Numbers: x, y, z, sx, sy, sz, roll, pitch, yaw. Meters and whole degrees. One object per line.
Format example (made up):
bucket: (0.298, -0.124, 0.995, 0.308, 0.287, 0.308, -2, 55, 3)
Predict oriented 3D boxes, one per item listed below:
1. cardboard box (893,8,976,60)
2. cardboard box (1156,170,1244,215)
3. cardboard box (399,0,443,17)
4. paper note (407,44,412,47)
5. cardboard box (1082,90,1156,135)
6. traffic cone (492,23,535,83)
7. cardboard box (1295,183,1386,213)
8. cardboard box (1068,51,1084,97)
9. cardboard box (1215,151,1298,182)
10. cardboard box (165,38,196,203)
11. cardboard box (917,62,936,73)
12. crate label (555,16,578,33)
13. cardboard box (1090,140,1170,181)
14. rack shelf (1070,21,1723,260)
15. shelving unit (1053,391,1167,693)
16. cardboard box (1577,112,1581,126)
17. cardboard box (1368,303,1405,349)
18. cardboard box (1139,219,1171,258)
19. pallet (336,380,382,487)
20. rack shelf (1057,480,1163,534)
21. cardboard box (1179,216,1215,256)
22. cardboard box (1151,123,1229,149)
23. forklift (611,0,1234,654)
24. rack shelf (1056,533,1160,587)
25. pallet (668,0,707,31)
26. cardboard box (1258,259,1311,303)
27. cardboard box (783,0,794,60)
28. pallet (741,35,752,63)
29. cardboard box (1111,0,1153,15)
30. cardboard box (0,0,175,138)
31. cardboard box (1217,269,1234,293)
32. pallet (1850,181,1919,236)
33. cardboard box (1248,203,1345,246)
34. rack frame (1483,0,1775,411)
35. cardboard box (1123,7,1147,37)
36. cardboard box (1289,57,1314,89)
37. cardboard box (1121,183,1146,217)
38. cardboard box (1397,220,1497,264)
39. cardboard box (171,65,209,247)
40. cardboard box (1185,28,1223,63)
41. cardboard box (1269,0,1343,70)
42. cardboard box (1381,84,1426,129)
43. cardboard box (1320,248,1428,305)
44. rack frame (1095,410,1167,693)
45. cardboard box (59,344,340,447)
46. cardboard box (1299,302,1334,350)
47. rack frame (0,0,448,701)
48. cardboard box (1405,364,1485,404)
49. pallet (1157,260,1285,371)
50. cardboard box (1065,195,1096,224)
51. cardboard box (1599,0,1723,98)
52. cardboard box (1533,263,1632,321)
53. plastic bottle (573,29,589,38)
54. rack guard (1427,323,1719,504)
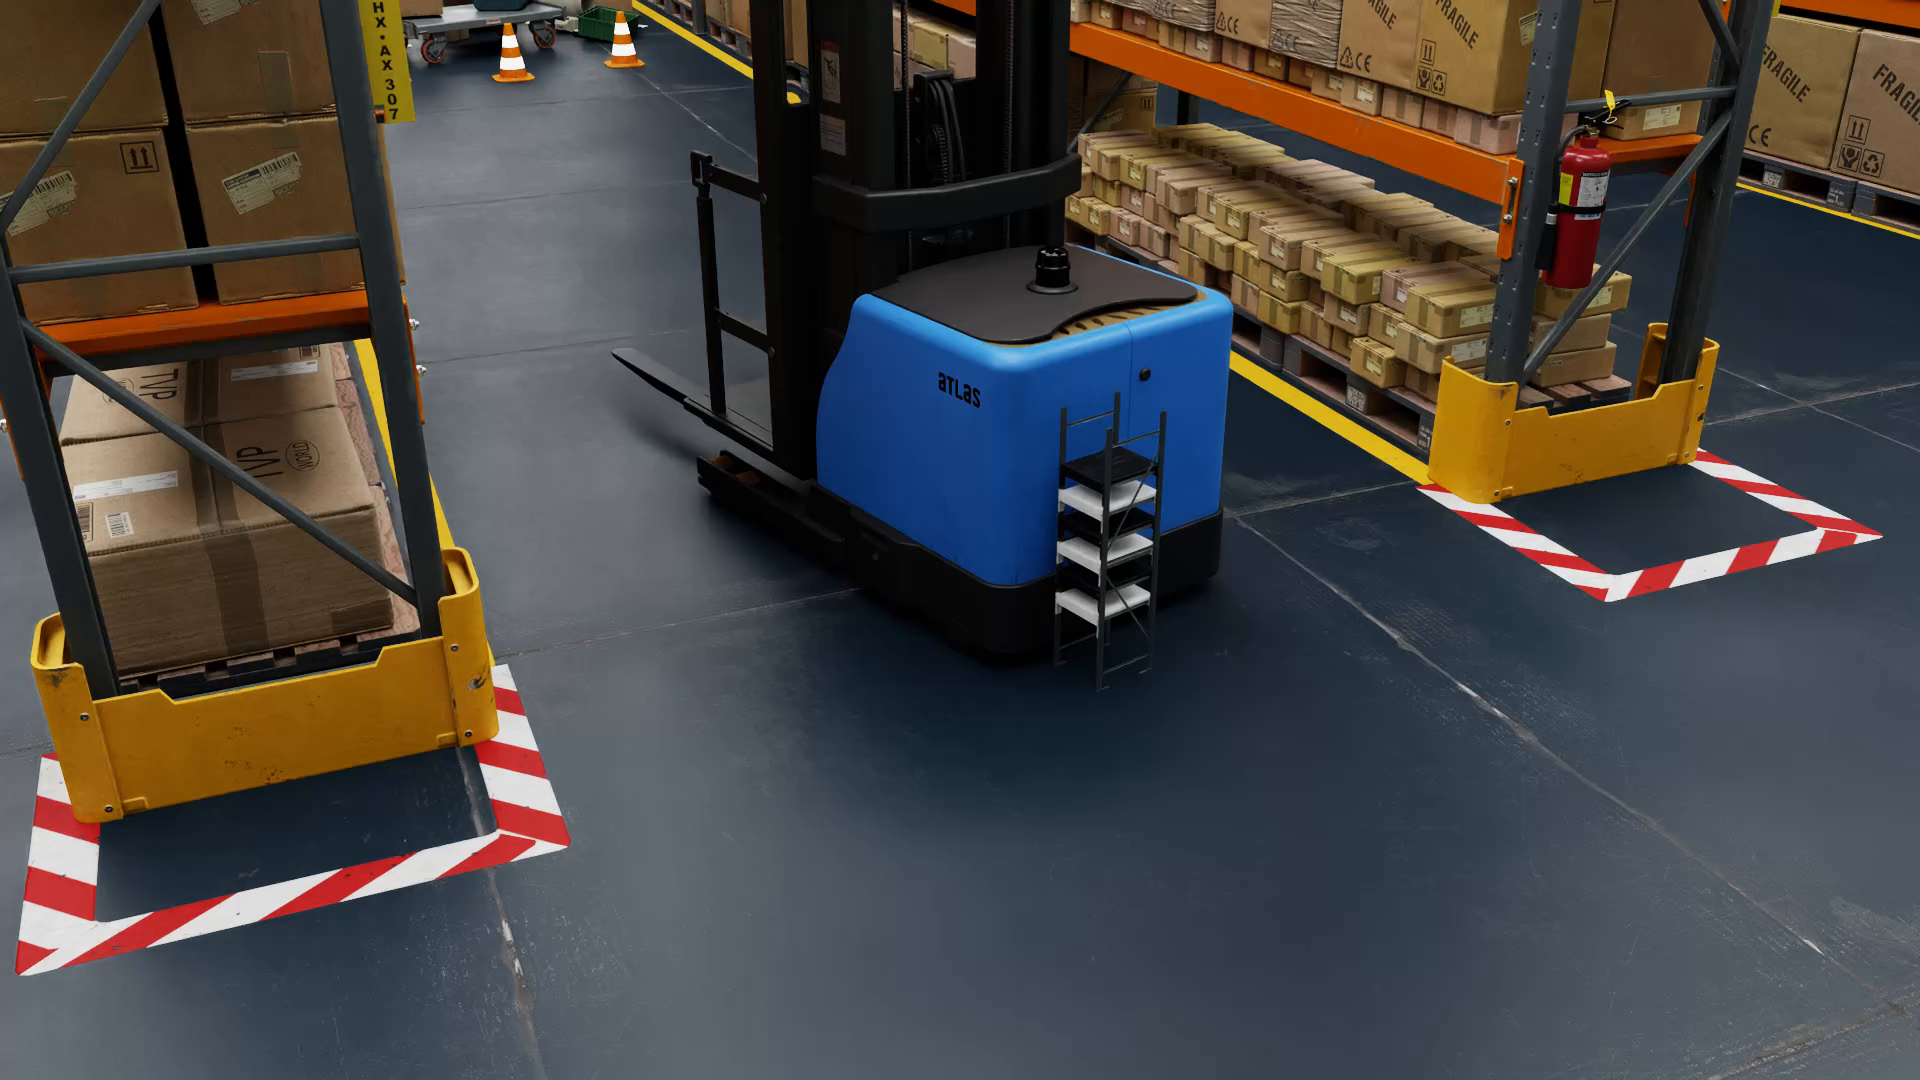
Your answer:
cardboard box: (-0.186, -3.524, 11.564, 0.500, 0.250, 0.500, -10, 28, -20)
cardboard box: (1.242, -1.800, 8.611, 0.380, 0.149, 0.250, -10, 28, -19)
cardboard box: (-5.070, -5.106, 15.276, 0.500, 0.500, 0.500, -11, 28, -21)
paper note: (-5.333, -4.744, 15.932, 0.148, 0.019, 0.142, -11, 28, -21)
cardboard box: (0.907, -2.643, 10.614, 0.500, 0.500, 0.500, -9, 28, -19)
traffic cone: (-3.888, -4.226, 14.378, 0.336, 0.463, 0.334, -11, 28, -21)
cardboard box: (1.906, -1.676, 8.357, 0.380, 0.149, 0.250, -11, 28, -20)
cardboard box: (0.428, -2.893, 10.272, 0.500, 0.250, 0.500, -11, 28, -22)
cardboard box: (1.602, -1.995, 9.011, 0.380, 0.149, 0.250, -10, 28, -19)
cardboard box: (-2.822, -1.332, 5.446, 0.500, 0.500, 0.500, -10, 28, -19)
cardboard box: (0.033, -2.969, 11.283, 0.500, 0.500, 0.500, -11, 28, -22)
crate label: (-3.917, -5.171, 16.685, 0.250, 0.136, 0.298, 13, 29, 24)
cardboard box: (0.950, -2.112, 9.250, 0.380, 0.149, 0.250, -9, 27, -18)
rack shelf: (1.736, -2.103, 7.957, 1.077, 0.370, 4.000, -11, 28, -21)
shelving unit: (0.463, 0.011, 5.201, 0.258, 0.900, 0.210, -19, 32, -33)
cardboard box: (2.556, -1.788, 6.780, 0.380, 0.149, 0.250, -10, 28, -19)
cardboard box: (1.997, -0.938, 7.185, 0.380, 0.149, 0.250, -11, 28, -22)
cardboard box: (1.194, -1.646, 8.973, 0.380, 0.149, 0.250, -11, 28, -22)
pallet: (-2.855, -0.275, 6.573, 1.003, 0.211, 1.213, -11, 28, -21)
rack shelf: (0.463, -0.120, 5.137, 0.258, 0.077, 0.200, -19, 32, -33)
cardboard box: (1.340, -1.557, 8.452, 0.380, 0.149, 0.250, -11, 28, -21)
cardboard box: (1.331, -2.309, 9.653, 0.380, 0.149, 0.250, -10, 28, -19)
forklift: (-0.382, -1.534, 6.051, 1.130, 2.935, 3.031, -19, 32, -33)
rack shelf: (0.463, 0.041, 5.216, 0.258, 0.077, 0.200, -19, 32, -33)
pallet: (-2.406, -5.530, 17.336, 1.003, 0.211, 1.213, -11, 28, -21)
cardboard box: (1.630, -1.240, 7.803, 0.380, 0.149, 0.250, -10, 28, -20)
cardboard box: (-1.115, -4.639, 14.419, 1.050, 0.750, 0.750, -10, 28, -20)
pallet: (-1.327, -4.418, 15.058, 1.003, 0.211, 1.213, -11, 28, -21)
cardboard box: (1.115, -2.970, 8.461, 0.500, 0.500, 0.500, -11, 28, -21)
cardboard box: (-2.404, -1.375, 4.394, 0.500, 0.500, 0.500, -10, 28, -19)
cardboard box: (1.518, -1.329, 8.324, 0.380, 0.149, 0.250, -10, 28, -19)
pallet: (6.263, -1.978, 10.060, 1.003, 0.211, 1.213, -11, 28, -21)
cardboard box: (1.614, -1.497, 7.990, 0.380, 0.149, 0.250, -12, 28, -22)
rack frame: (2.519, -1.618, 6.146, 1.000, 3.000, 0.127, -11, 28, -21)
cardboard box: (1.085, -2.760, 8.769, 0.380, 0.149, 0.250, -12, 28, -23)
cardboard box: (1.708, -2.124, 7.467, 0.380, 0.149, 0.250, -12, 28, -23)
cardboard box: (1.110, -1.894, 9.143, 0.380, 0.149, 0.250, -11, 28, -21)
cardboard box: (2.254, -1.363, 7.716, 0.380, 0.149, 0.250, -12, 28, -23)
cardboard box: (-2.144, -1.215, 5.205, 0.500, 0.500, 0.500, -11, 28, -21)
cardboard box: (1.323, -2.426, 8.087, 0.380, 0.149, 0.250, -9, 28, -18)
cardboard box: (1.702, -2.346, 7.183, 0.500, 0.500, 0.500, -10, 28, -20)
cardboard box: (1.956, -1.794, 6.792, 0.380, 0.149, 0.250, -11, 28, -21)
cardboard box: (1.815, -1.158, 7.295, 0.380, 0.149, 0.250, -11, 28, -22)
rack frame: (0.525, 0.047, 5.129, 0.240, 0.900, 0.006, -19, 32, -33)
cardboard box: (-2.713, -0.382, 6.055, 0.875, 0.438, 0.875, -10, 28, -19)
cardboard box: (1.794, -1.008, 7.666, 0.380, 0.149, 0.250, -10, 28, -20)
rack frame: (-1.996, -0.727, 4.320, 1.000, 3.000, 0.127, -11, 28, -21)
cardboard box: (2.121, -0.703, 7.041, 0.380, 0.149, 0.250, -10, 28, -20)
pallet: (1.730, -1.222, 8.512, 1.003, 0.211, 1.213, -11, 28, -21)
cardboard box: (0.799, -1.939, 9.572, 0.380, 0.149, 0.250, -12, 28, -23)
cardboard box: (2.597, -2.026, 6.527, 0.500, 0.500, 0.500, -9, 28, -18)
cardboard box: (2.626, -1.063, 7.101, 0.380, 0.149, 0.250, -12, 28, -23)
plastic bottle: (-3.677, -4.995, 16.410, 0.283, 0.061, 0.133, 18, 31, 33)
rack guard: (2.489, -0.526, 6.757, 1.175, 0.500, 0.348, -11, 28, -21)
